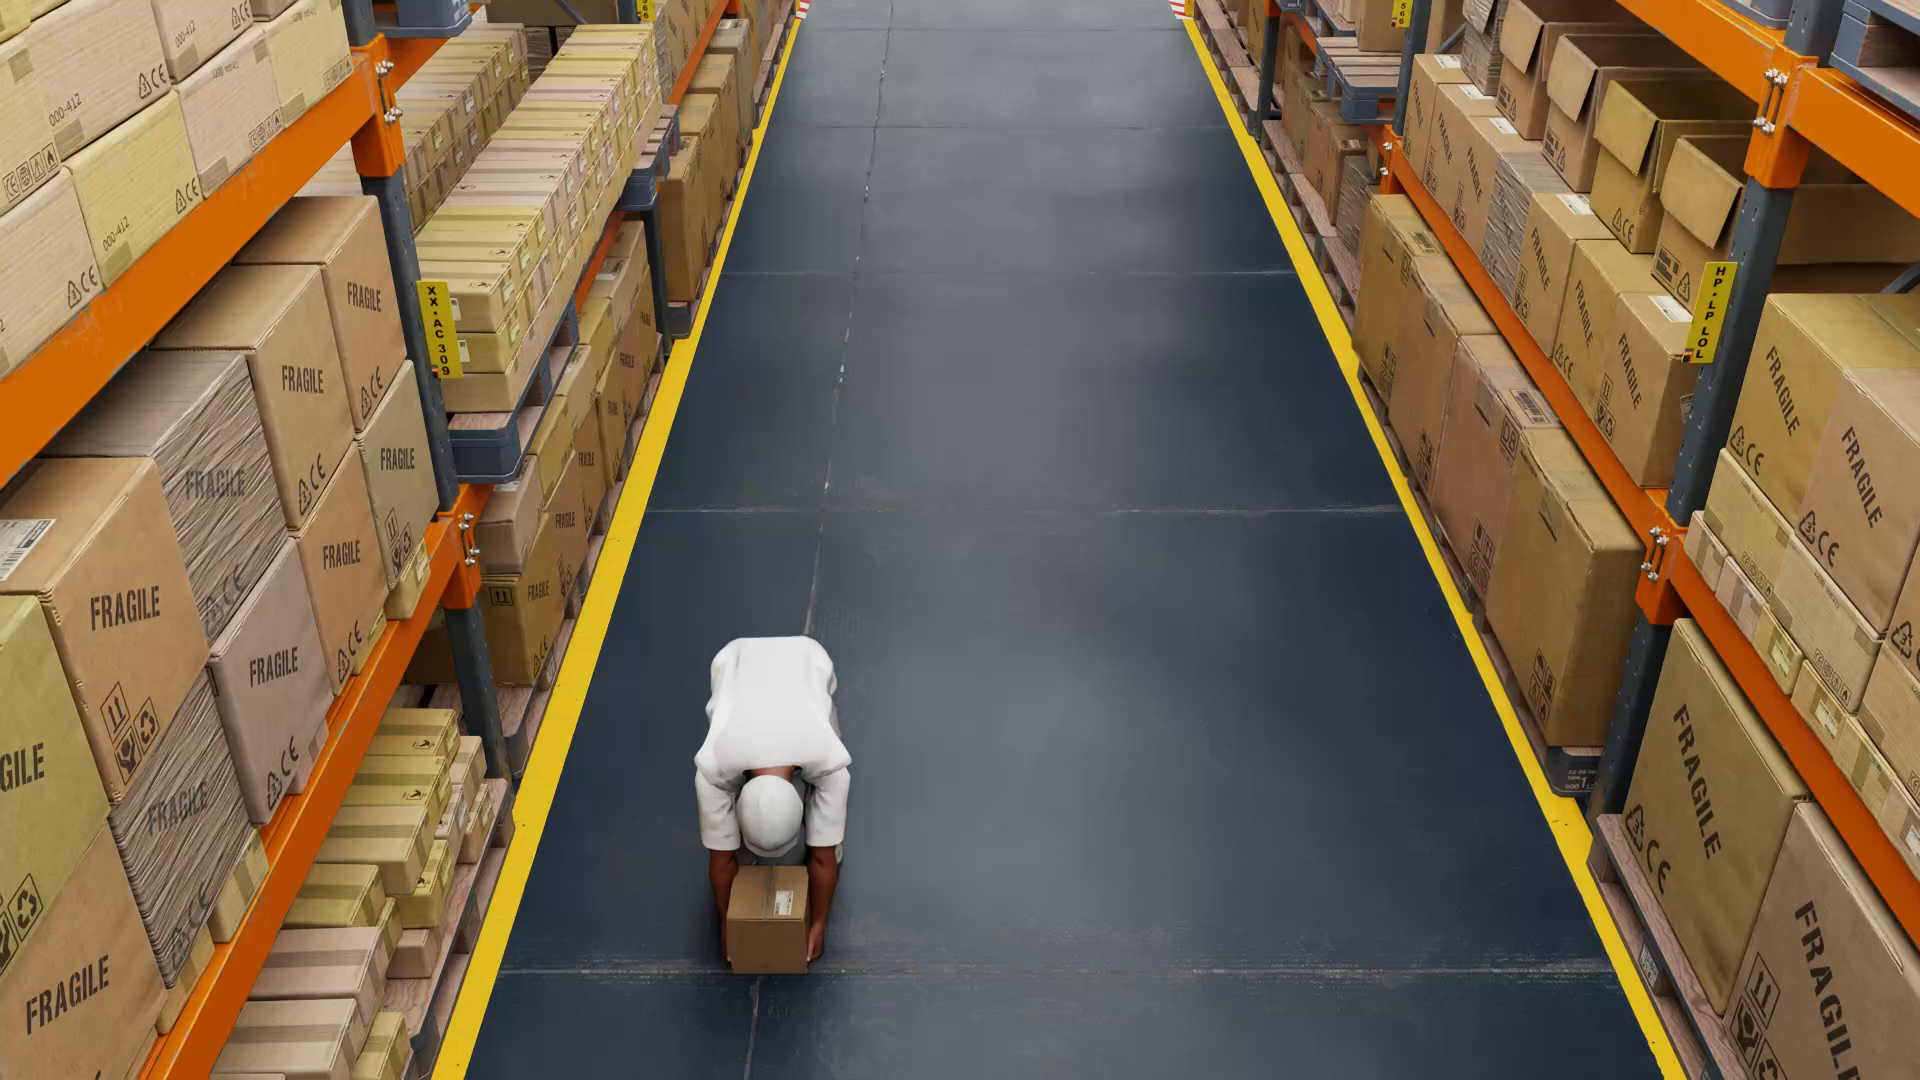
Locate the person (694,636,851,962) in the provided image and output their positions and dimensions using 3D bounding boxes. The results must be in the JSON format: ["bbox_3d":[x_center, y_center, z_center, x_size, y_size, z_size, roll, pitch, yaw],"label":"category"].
[{"bbox_3d":[-0.617,0.848,5.623,0.517,0.862,0.980,-1,31,-2],"label":"person"}]
